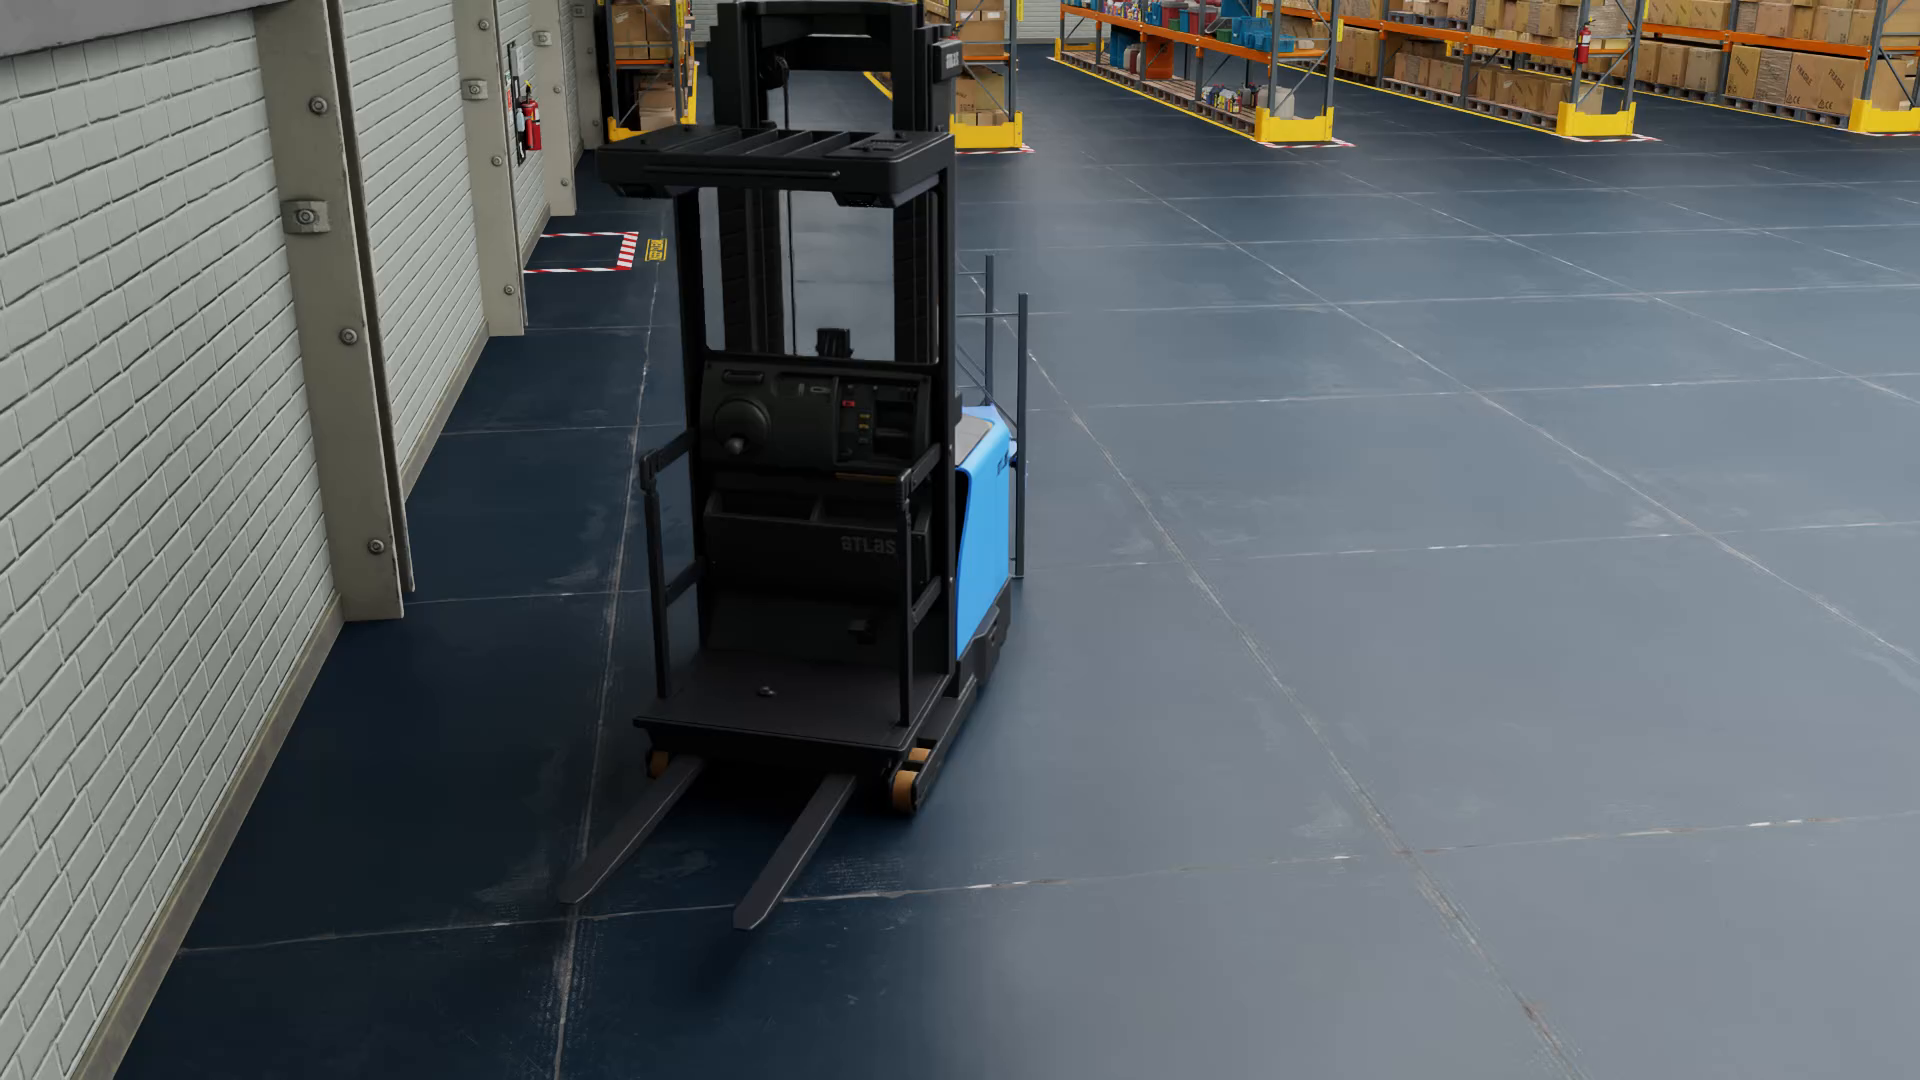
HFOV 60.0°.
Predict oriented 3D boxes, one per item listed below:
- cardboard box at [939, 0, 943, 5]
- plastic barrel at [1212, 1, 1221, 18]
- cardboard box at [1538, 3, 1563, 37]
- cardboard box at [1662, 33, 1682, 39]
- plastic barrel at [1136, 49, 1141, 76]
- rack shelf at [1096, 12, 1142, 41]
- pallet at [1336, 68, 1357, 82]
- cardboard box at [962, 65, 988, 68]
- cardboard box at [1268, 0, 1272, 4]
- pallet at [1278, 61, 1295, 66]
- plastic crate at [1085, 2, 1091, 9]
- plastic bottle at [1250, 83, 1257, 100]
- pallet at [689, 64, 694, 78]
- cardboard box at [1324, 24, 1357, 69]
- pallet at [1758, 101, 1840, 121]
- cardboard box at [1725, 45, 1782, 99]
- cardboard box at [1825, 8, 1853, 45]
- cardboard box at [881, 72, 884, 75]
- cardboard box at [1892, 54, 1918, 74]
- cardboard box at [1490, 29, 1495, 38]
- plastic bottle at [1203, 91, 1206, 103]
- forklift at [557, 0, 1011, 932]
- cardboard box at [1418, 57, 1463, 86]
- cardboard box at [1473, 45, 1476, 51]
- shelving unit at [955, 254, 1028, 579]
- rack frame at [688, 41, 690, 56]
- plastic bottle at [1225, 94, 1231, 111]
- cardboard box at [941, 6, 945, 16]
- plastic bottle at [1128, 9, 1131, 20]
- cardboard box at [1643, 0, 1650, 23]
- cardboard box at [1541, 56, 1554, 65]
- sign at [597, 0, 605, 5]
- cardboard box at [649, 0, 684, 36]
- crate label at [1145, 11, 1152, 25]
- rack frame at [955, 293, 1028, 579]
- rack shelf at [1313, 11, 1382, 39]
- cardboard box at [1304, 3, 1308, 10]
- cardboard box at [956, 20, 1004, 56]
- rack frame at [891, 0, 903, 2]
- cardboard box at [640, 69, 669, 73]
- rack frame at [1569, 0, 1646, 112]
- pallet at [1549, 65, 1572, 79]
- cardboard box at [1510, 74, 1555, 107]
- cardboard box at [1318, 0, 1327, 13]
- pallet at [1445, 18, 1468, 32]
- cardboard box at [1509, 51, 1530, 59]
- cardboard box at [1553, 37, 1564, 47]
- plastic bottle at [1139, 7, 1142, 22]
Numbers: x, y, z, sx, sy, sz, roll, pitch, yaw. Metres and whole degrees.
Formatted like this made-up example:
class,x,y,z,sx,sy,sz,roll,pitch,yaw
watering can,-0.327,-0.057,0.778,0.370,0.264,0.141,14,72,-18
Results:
class,x,y,z,sx,sy,sz,roll,pitch,yaw
cardboard box,0.047,-8.731,26.309,0.700,0.500,0.500,-3,21,-8
plastic barrel,4.741,-9.406,29.917,0.433,0.535,0.433,0,20,0
cardboard box,9.897,-8.410,26.877,0.875,0.500,0.500,-3,21,-8
cardboard box,17.974,-12.361,41.085,0.875,0.438,0.875,-2,21,-6
plastic barrel,3.828,-9.775,34.057,0.421,0.512,0.421,0,20,0
rack shelf,3.797,-10.740,34.713,1.077,0.370,4.000,-3,21,-8
pallet,8.775,-10.026,35.759,1.003,0.211,1.213,-3,21,-8
cardboard box,0.179,-7.515,27.307,0.500,0.500,0.500,-3,21,-8
cardboard box,7.633,-12.970,40.013,0.380,0.149,0.250,-3,21,-9
pallet,8.198,-11.403,39.446,1.003,0.211,1.213,-3,21,-8
plastic crate,3.081,-12.043,37.480,0.437,0.125,0.590,-3,21,-8
plastic bottle,5.067,-7.690,28.675,0.144,0.351,0.185,-4,21,-10
pallet,-6.327,-10.231,36.306,1.003,0.211,1.213,-3,21,-8
cardboard box,8.651,-10.691,35.989,1.225,0.875,0.875,-4,21,-10
pallet,14.697,-7.468,28.909,1.003,0.211,1.213,-3,21,-8
cardboard box,14.507,-8.445,29.975,0.875,0.875,0.875,-3,21,-7
cardboard box,14.863,-8.465,27.380,0.875,0.550,0.550,-3,21,-8
cardboard box,-1.340,-9.844,34.228,0.500,0.500,0.500,-4,21,-10
cardboard box,17.612,-8.833,31.068,0.500,0.500,0.500,-3,21,-8
cardboard box,9.428,-8.784,28.806,0.380,0.149,0.250,-3,21,-8
plastic bottle,4.288,-7.727,28.989,0.097,0.201,0.097,0,20,0
forklift,-0.618,-0.469,6.284,1.130,2.935,3.031,5,21,13
cardboard box,9.284,-9.051,32.106,0.700,0.500,0.500,-1,21,-3
cardboard box,12.604,-12.017,40.577,0.380,0.149,0.250,-3,21,-7
shelving unit,0.012,-0.673,8.875,0.538,1.500,1.048,-3,21,-8
rack frame,-6.872,-12.655,38.811,1.000,3.000,0.127,-3,21,-8
plastic bottle,4.510,-7.295,27.726,0.152,0.276,0.135,-3,21,-9
cardboard box,-0.096,-8.288,26.049,0.380,0.149,0.250,-2,21,-6
plastic bottle,3.489,-10.733,33.950,0.097,0.201,0.097,0,20,0
cardboard box,13.783,-10.551,33.037,0.500,0.500,0.500,-3,21,-8
cardboard box,13.254,-10.808,36.839,0.500,0.500,0.500,-2,21,-5
sign,-5.117,-7.784,23.665,0.100,0.325,0.005,-3,21,-8
cardboard box,-4.466,-7.937,25.293,0.500,0.500,0.500,-4,21,-10
crate label,3.775,-10.141,32.321,0.303,0.233,0.416,-3,21,-8
rack frame,0.086,-0.497,8.403,0.500,1.500,0.032,-3,21,-8
rack shelf,8.698,-10.990,35.381,1.077,0.370,4.000,-3,21,-8
cardboard box,8.004,-12.080,37.631,0.380,0.149,0.250,-3,21,-7
cardboard box,0.281,-7.575,25.068,0.700,0.500,0.500,-3,21,-8
rack frame,-0.817,-10.136,32.067,1.000,3.000,0.127,-3,21,-8
cardboard box,-5.331,-8.293,29.004,0.500,0.250,0.500,-3,21,-9
rack frame,10.139,-7.864,25.986,1.000,3.000,0.127,-3,21,-8
pallet,13.625,-10.235,36.319,1.003,0.211,1.213,-3,21,-8
cardboard box,9.838,-7.726,28.586,0.500,0.500,0.500,-5,21,-13
cardboard box,8.229,-11.894,36.632,0.500,0.500,0.500,-3,21,-8
pallet,9.597,-9.431,30.455,1.003,0.211,1.213,-3,21,-8
cardboard box,12.939,-11.214,38.429,0.380,0.149,0.250,-3,21,-7
cardboard box,9.772,-8.006,26.722,0.380,0.149,0.250,-3,21,-8
plastic bottle,3.605,-10.448,33.071,0.061,0.283,0.133,-3,21,-8
